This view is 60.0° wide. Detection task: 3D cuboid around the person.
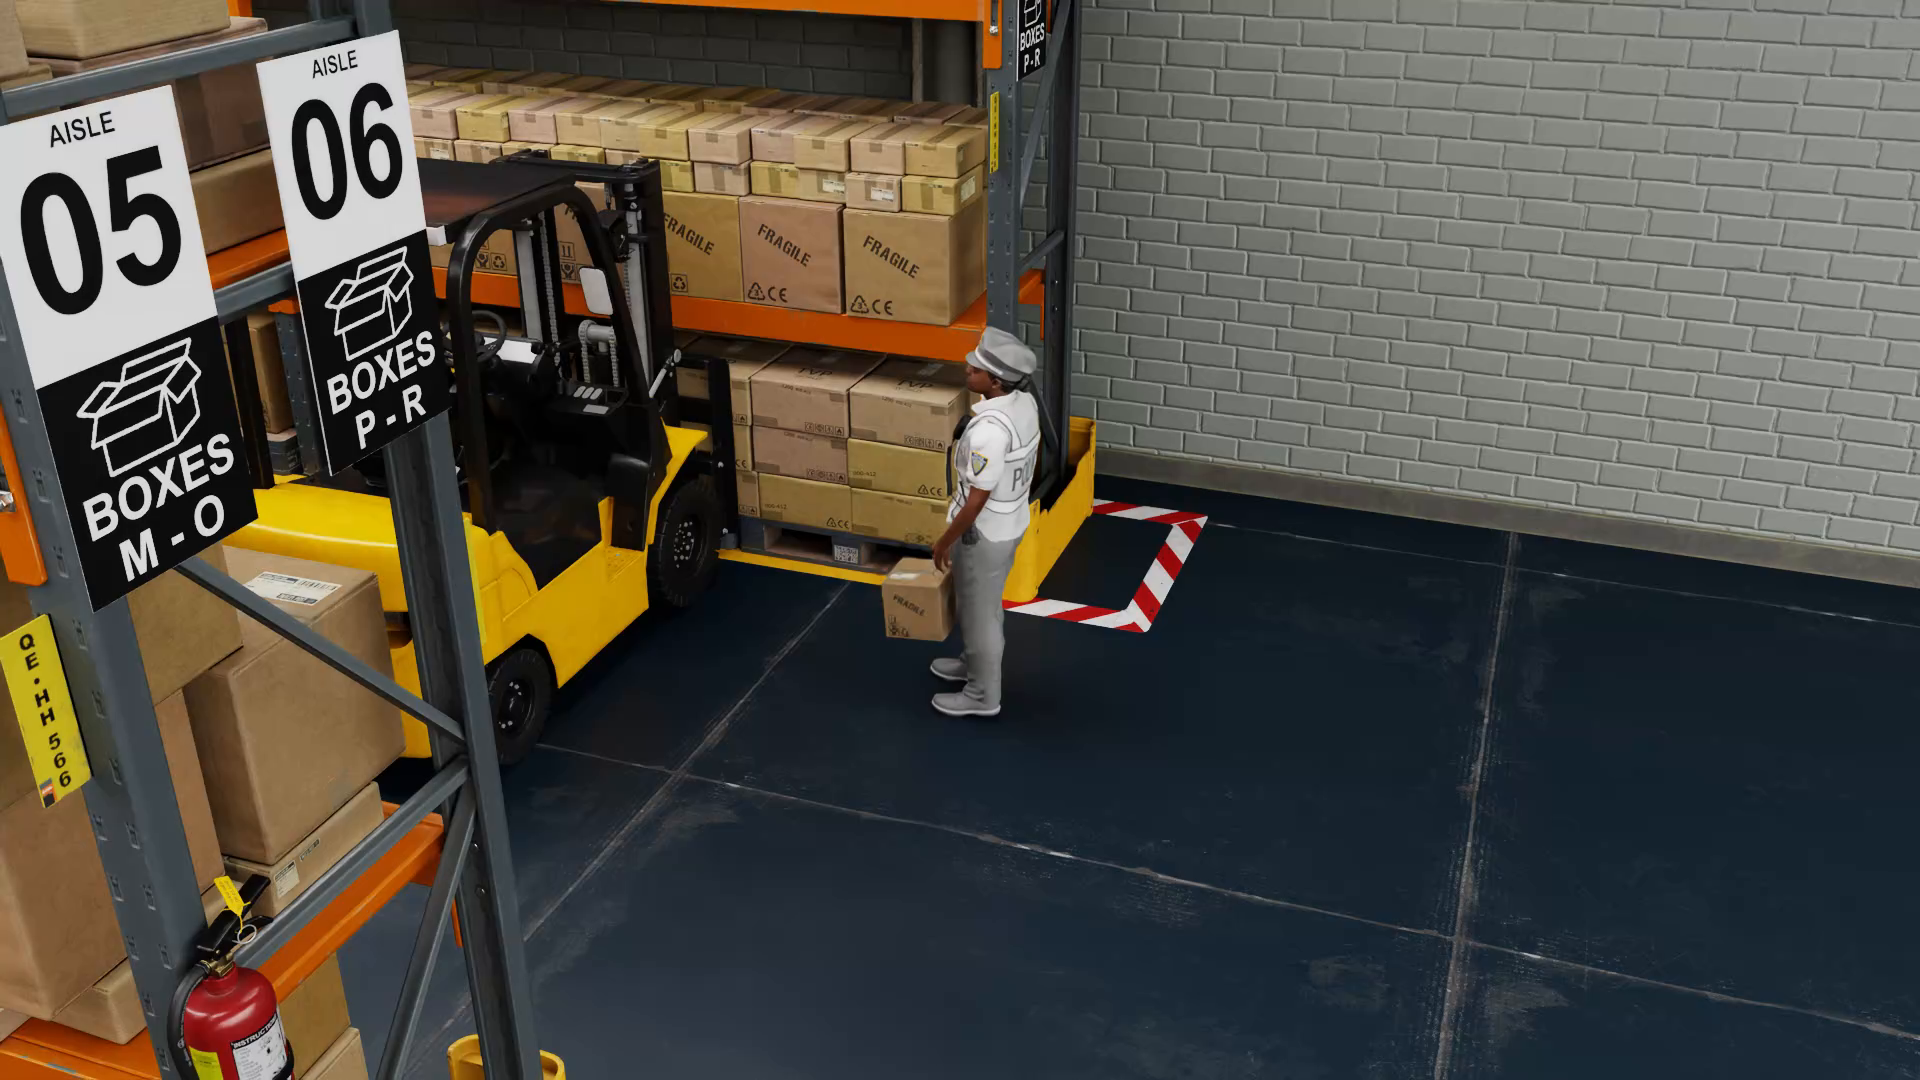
[{"bbox_3d":[0.051,-0.065,6.685,0.528,1.698,0.547,9,27,18],"label":"person"}]
